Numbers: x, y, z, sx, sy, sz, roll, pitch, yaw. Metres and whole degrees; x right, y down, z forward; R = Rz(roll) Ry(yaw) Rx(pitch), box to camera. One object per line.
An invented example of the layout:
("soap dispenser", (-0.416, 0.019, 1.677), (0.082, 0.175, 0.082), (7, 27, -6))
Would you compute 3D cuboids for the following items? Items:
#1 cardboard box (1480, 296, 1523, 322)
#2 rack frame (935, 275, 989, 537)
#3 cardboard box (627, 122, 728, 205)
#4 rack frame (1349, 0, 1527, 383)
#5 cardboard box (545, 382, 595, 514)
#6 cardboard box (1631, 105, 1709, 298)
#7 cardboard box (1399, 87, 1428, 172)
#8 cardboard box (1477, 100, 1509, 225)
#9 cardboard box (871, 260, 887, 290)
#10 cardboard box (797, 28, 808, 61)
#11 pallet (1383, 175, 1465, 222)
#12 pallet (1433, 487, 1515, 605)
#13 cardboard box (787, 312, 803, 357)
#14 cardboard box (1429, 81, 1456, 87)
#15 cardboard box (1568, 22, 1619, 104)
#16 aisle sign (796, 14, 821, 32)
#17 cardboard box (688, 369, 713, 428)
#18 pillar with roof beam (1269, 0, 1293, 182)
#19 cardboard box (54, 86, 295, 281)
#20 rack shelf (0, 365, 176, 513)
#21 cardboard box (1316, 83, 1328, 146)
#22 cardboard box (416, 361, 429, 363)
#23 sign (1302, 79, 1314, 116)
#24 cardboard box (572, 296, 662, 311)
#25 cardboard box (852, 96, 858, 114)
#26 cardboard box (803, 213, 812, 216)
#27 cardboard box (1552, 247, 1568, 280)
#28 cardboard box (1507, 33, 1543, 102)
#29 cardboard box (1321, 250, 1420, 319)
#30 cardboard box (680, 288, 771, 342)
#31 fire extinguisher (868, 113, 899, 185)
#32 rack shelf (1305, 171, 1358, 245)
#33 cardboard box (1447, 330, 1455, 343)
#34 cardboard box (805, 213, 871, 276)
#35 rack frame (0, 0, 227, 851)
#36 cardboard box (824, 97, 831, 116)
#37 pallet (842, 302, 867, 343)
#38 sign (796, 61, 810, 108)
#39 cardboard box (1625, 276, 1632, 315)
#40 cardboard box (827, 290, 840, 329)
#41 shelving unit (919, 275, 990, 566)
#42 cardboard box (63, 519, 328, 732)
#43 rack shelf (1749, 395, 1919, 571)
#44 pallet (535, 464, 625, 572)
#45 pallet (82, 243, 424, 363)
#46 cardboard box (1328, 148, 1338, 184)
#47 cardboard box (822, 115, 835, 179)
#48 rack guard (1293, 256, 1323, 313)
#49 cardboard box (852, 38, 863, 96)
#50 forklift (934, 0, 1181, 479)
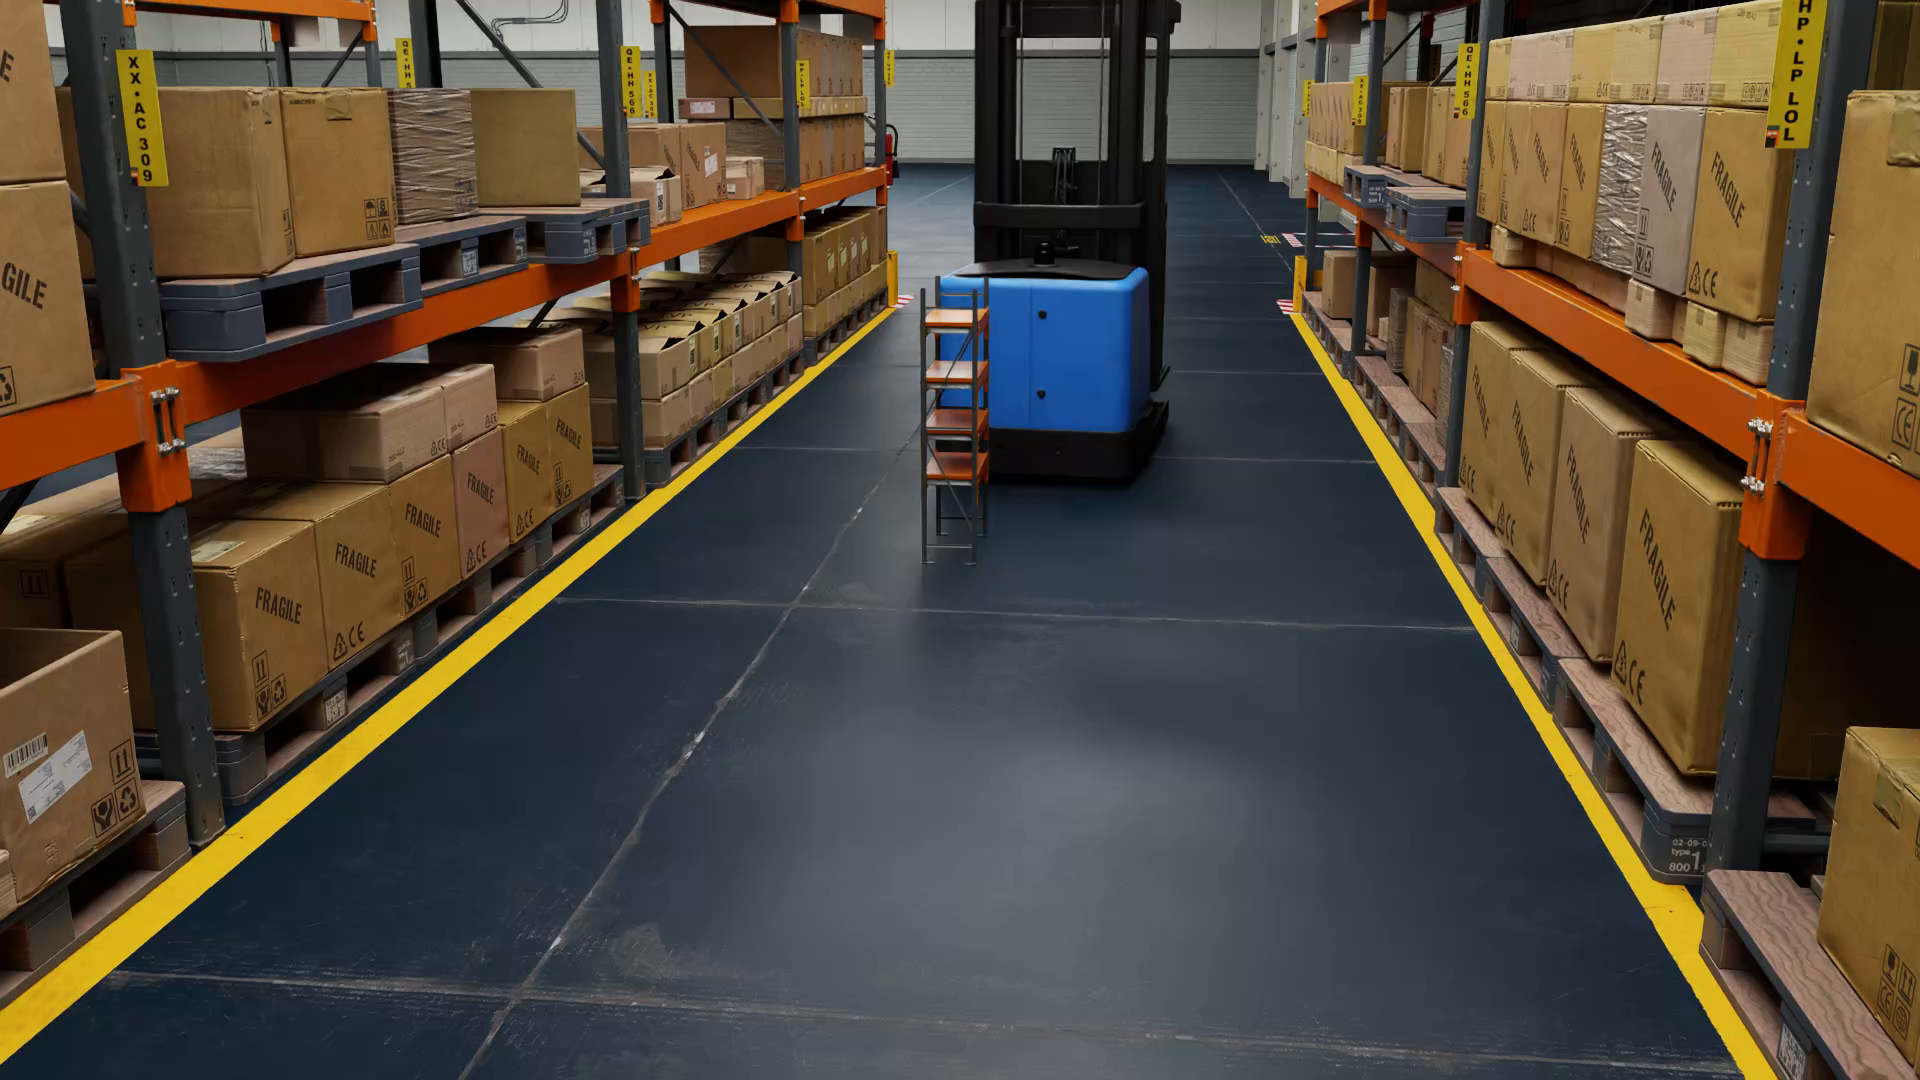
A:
("cardboard box", (2.975, -1.227, 8.963), (0.500, 0.250, 0.500), (2, 15, 7))
("rack frame", (0.009, -0.600, 7.581), (0.240, 1.200, 0.015), (2, 15, 6))
("cardboard box", (-1.814, -2.421, 10.676), (0.500, 0.500, 0.500), (3, 15, 10))
("rack frame", (3.270, -2.563, 11.393), (1.000, 3.000, 0.127), (2, 15, 6))
("cardboard box", (-1.976, -0.426, 7.438), (0.500, 0.500, 0.500), (2, 15, 8))
("cardboard box", (2.217, -0.949, 4.626), (0.500, 0.500, 0.500), (2, 15, 7))
("cardboard box", (3.109, -2.548, 10.303), (0.700, 0.500, 0.500), (3, 15, 12))
("cardboard box", (2.510, -1.608, 7.064), (0.500, 0.500, 0.500), (2, 15, 8))
("cardboard box", (-0.968, -2.473, 15.523), (0.500, 0.250, 0.500), (2, 15, 6))
("cardboard box", (-1.552, -3.629, 12.658), (0.700, 0.500, 0.500), (2, 15, 6))
("pallet", (3.002, -1.947, 9.484), (1.003, 0.211, 1.213), (2, 15, 6))
("pallet", (2.655, 0.023, 7.172), (1.003, 0.211, 1.213), (2, 15, 6))
("cardboard box", (-1.411, -1.467, 11.804), (0.500, 0.250, 0.500), (2, 15, 6))
("cardboard box", (3.531, -2.978, 11.740), (0.500, 0.500, 0.500), (1, 15, 5))
("cardboard box", (2.348, -1.577, 5.511), (0.500, 0.250, 0.500), (1, 15, 5))
("aisle sign", (-1.498, -5.026, 15.523), (0.394, 0.787, 0.004), (2, 15, 6))
("cardboard box", (-1.697, -0.803, 9.349), (0.500, 0.250, 0.500), (1, 15, 5))
("pillar with roof beam", (2.933, -12.641, 37.170), (9.100, 9.000, 0.400), (2, 15, 6))
("cardboard box", (-2.279, -1.000, 4.618), (0.700, 0.500, 0.500), (-3, 16, -13))
("rack shelf", (-2.780, 0.233, 2.431), (1.077, 0.370, 4.000), (2, 15, 6))
("cardboard box", (3.239, -3.523, 13.756), (0.500, 0.500, 0.500), (1, 15, 4))
("cardboard box", (-2.439, -0.566, 7.956), (0.500, 0.500, 0.500), (2, 15, 9))
("sign", (3.183, -4.034, 15.175), (0.100, 0.325, 0.005), (2, 15, 6))
("cardboard box", (-2.118, -1.355, 10.316), (0.500, 0.311, 0.500), (2, 15, 8))
("cardboard box", (-1.111, -3.867, 14.784), (0.380, 0.149, 0.250), (1, 15, 5))
("cardboard box", (-1.580, -2.590, 14.521), (0.500, 0.500, 0.500), (2, 15, 6))
("cardboard box", (2.474, -1.067, 6.305), (0.380, 0.149, 0.250), (2, 15, 7))
("cardboard box", (2.452, -1.839, 6.481), (0.500, 0.250, 0.500), (1, 15, 5))
("cardboard box", (3.357, -2.092, 13.600), (0.700, 0.500, 0.500), (1, 15, 3))
("cardboard box", (-1.524, -1.476, 10.762), (0.500, 0.311, 0.500), (2, 15, 6))
("fire extinguisher", (-0.726, -3.725, 15.838), (0.296, 0.674, 0.183), (2, 15, 6))
("rack shelf", (3.496, -2.734, 13.405), (1.077, 0.370, 4.000), (2, 15, 6))
("cardboard box", (3.022, -0.849, 9.003), (0.700, 0.500, 0.500), (2, 15, 6))
("cardboard box", (-1.064, -2.575, 14.464), (0.500, 0.500, 0.500), (2, 15, 6))
("rack frame", (-2.555, -0.633, 4.256), (1.000, 3.000, 0.127), (2, 15, 6))
("cardboard box", (-1.258, -3.535, 13.554), (0.380, 0.149, 0.250), (2, 15, 6))
("pallet", (-1.386, -1.884, 14.225), (1.003, 0.211, 1.213), (2, 15, 6))
("sign", (-1.112, -3.215, 11.738), (0.100, 0.325, 0.005), (2, 15, 6))
("cardboard box", (2.269, -0.736, 5.080), (0.380, 0.149, 0.250), (2, 15, 6))
("cardboard box", (-1.237, -1.824, 13.124), (0.500, 0.250, 0.500), (2, 15, 6))
("shelving unit", (-0.019, -0.536, 7.347), (0.258, 1.200, 0.503), (2, 15, 6))
("cardboard box", (-2.258, 0.243, 4.962), (0.500, 0.500, 0.500), (1, 15, 4))
("rack shelf", (2.142, 0.378, 1.895), (1.077, 0.370, 4.000), (2, 15, 6))
("pallet", (-2.225, -0.132, 7.744), (1.003, 0.211, 1.213), (2, 15, 6))
("pallet", (-2.356, -0.744, 5.035), (1.003, 0.211, 1.213), (2, 15, 6))
("cardboard box", (3.129, -2.892, 12.858), (0.500, 0.250, 0.500), (2, 15, 6))
("cardboard box", (-1.438, -3.271, 13.821), (0.700, 0.500, 0.500), (2, 15, 8))
("rack guard", (3.713, -2.374, 15.483), (1.175, 0.500, 0.348), (2, 15, 6))
("cardboard box", (-1.272, -4.285, 15.086), (0.700, 0.500, 0.500), (2, 15, 6))
("forklift", (0.676, -2.072, 9.709), (1.130, 2.935, 3.031), (3, 15, 12))
